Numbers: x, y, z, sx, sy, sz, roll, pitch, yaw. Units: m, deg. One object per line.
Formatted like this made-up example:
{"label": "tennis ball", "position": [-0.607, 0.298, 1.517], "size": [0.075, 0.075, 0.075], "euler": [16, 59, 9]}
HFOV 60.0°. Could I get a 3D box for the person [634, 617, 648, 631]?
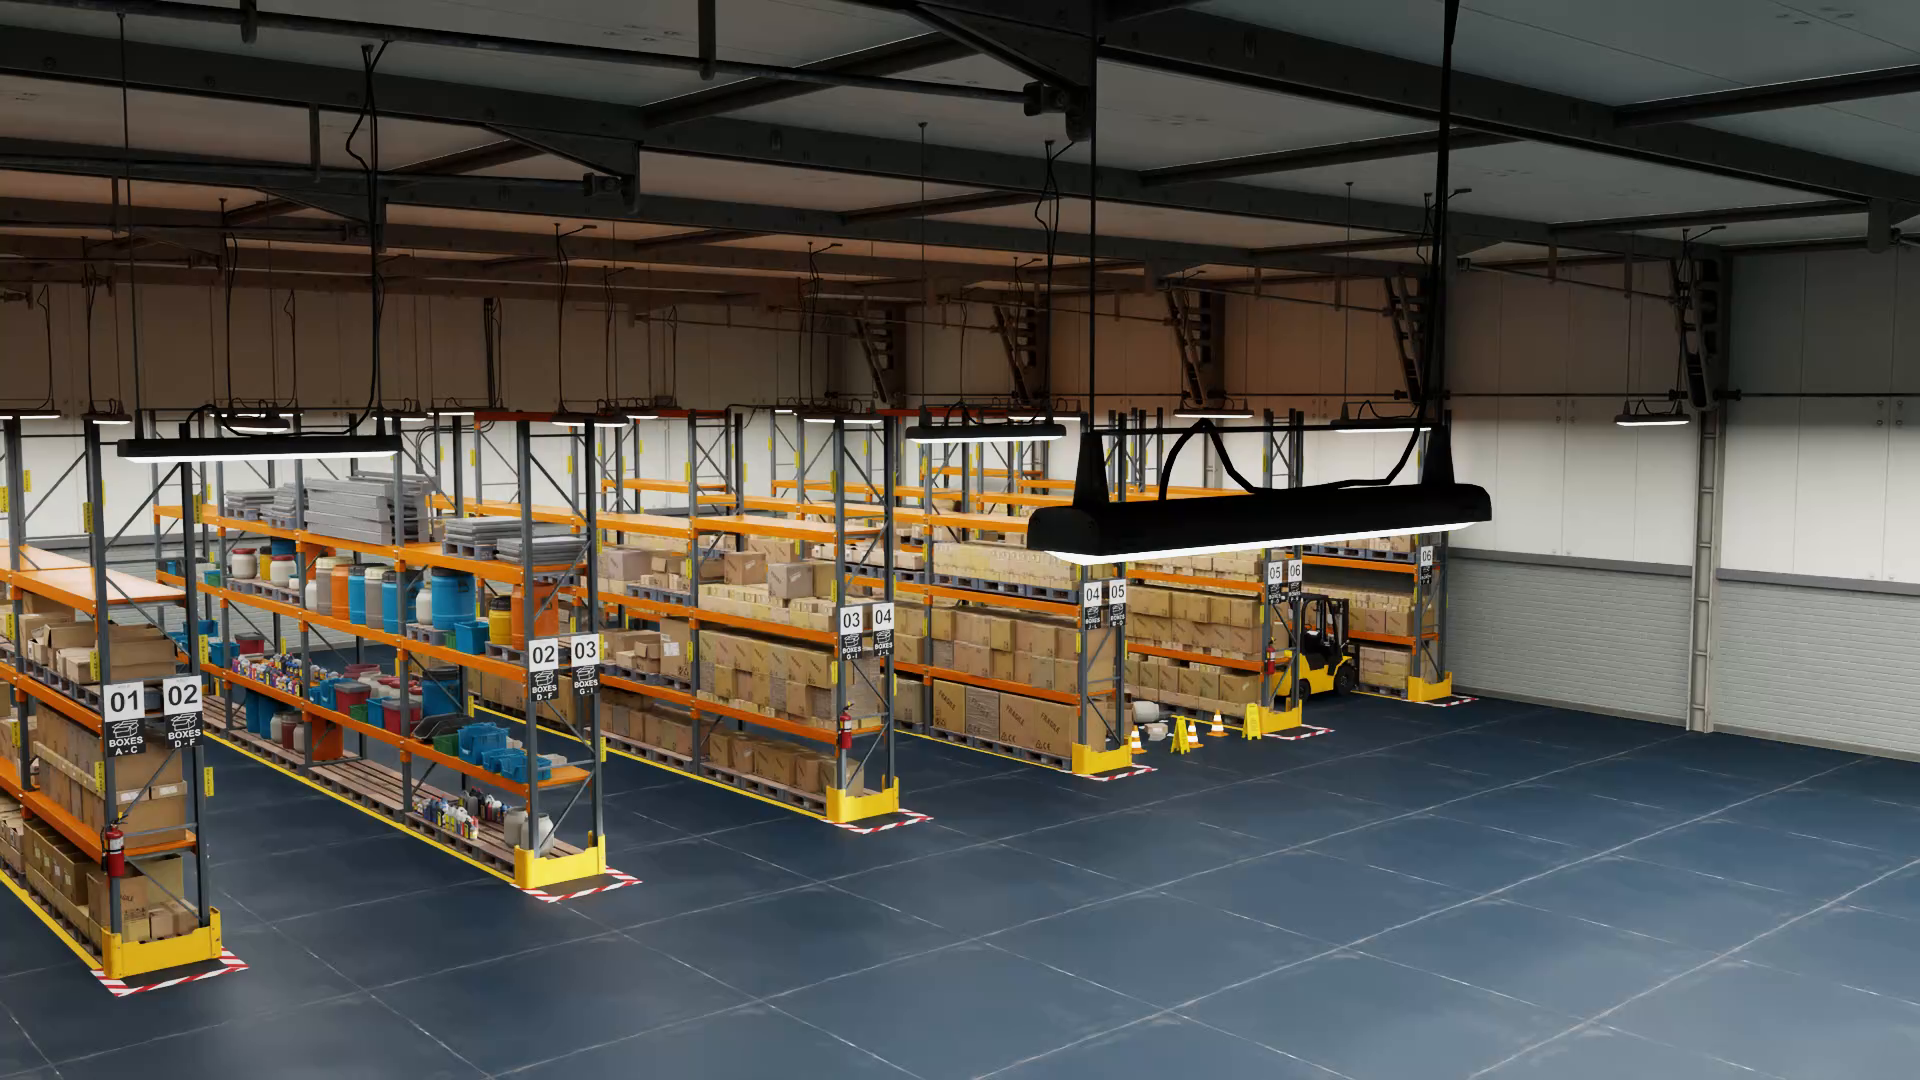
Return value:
{"label": "person", "position": [-8.084, 1.740, 42.167], "size": [0.589, 1.783, 0.476], "euler": [-3, 6, -28]}
